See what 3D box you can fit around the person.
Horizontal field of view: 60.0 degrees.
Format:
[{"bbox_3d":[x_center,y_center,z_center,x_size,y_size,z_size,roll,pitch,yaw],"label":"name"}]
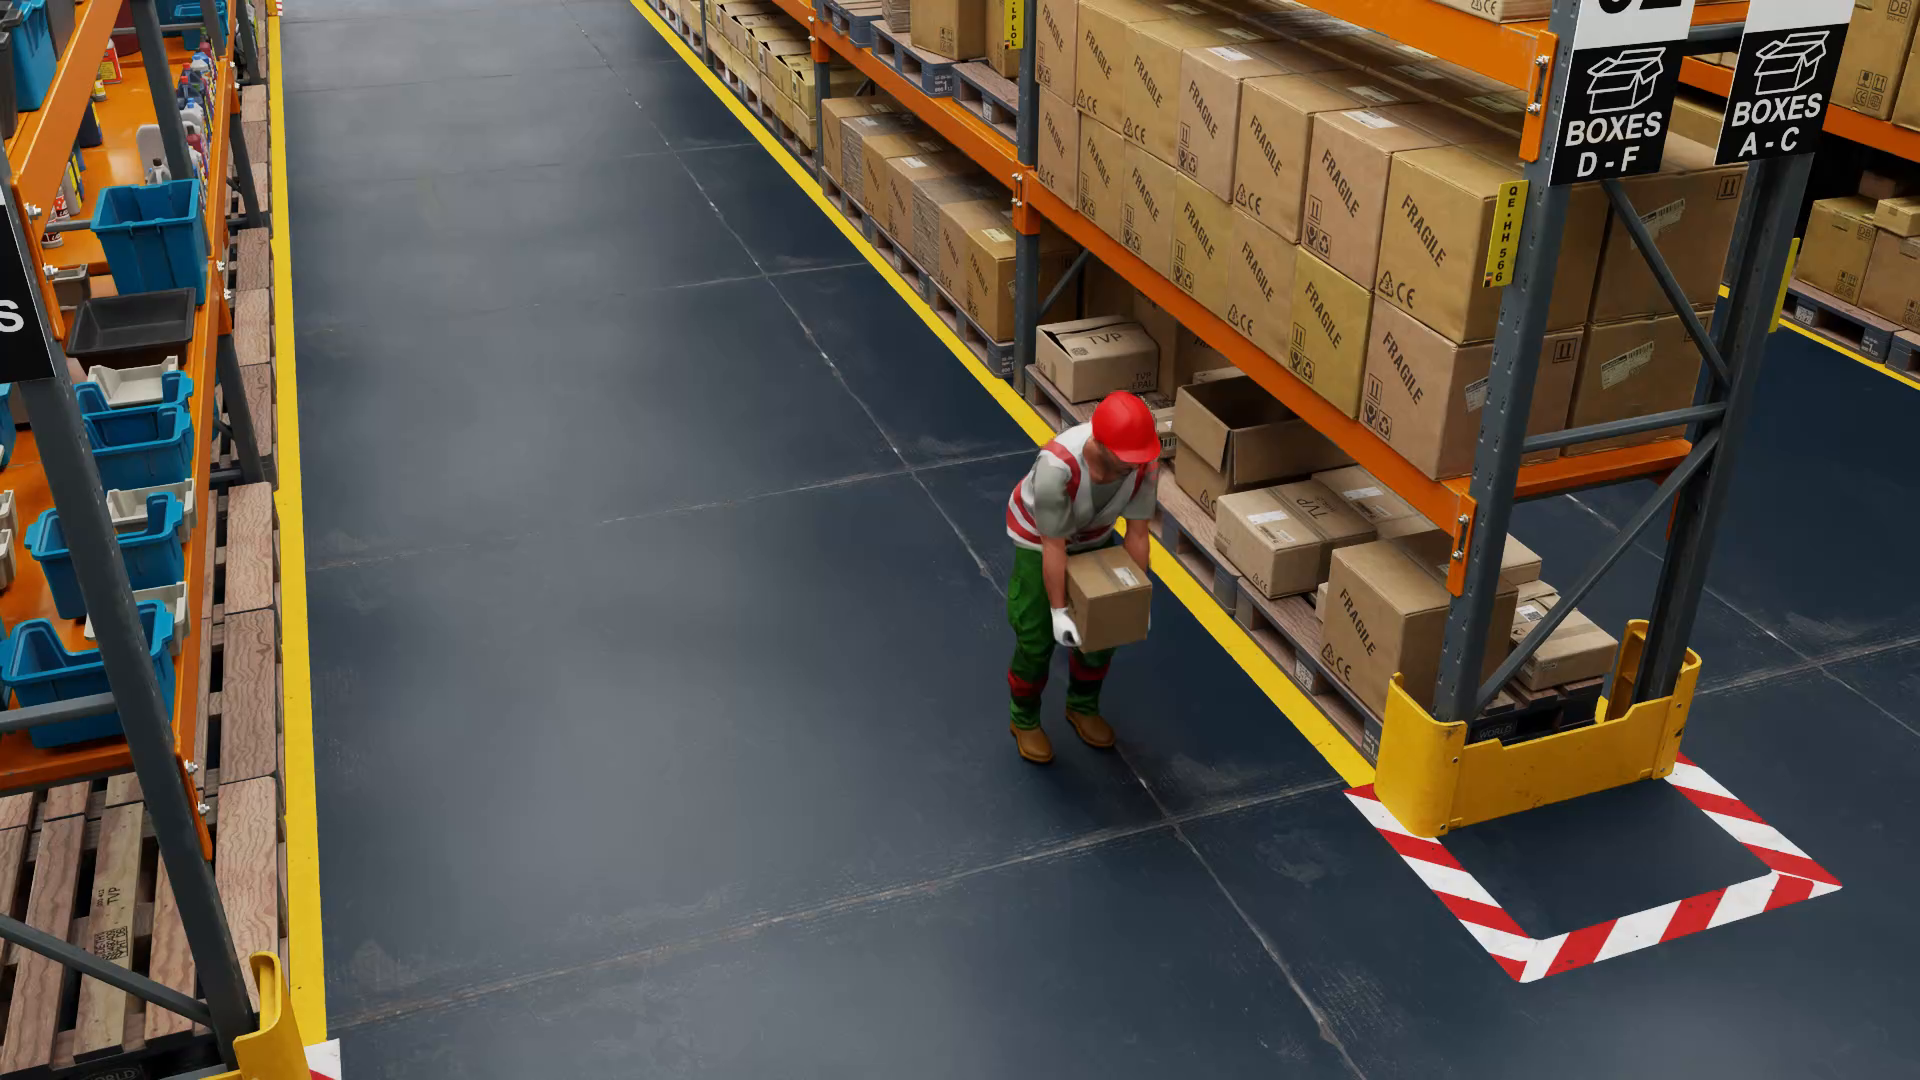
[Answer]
[{"bbox_3d":[0.454,0.131,6.034,0.490,1.627,0.741,-11,31,-19],"label":"person"}]
